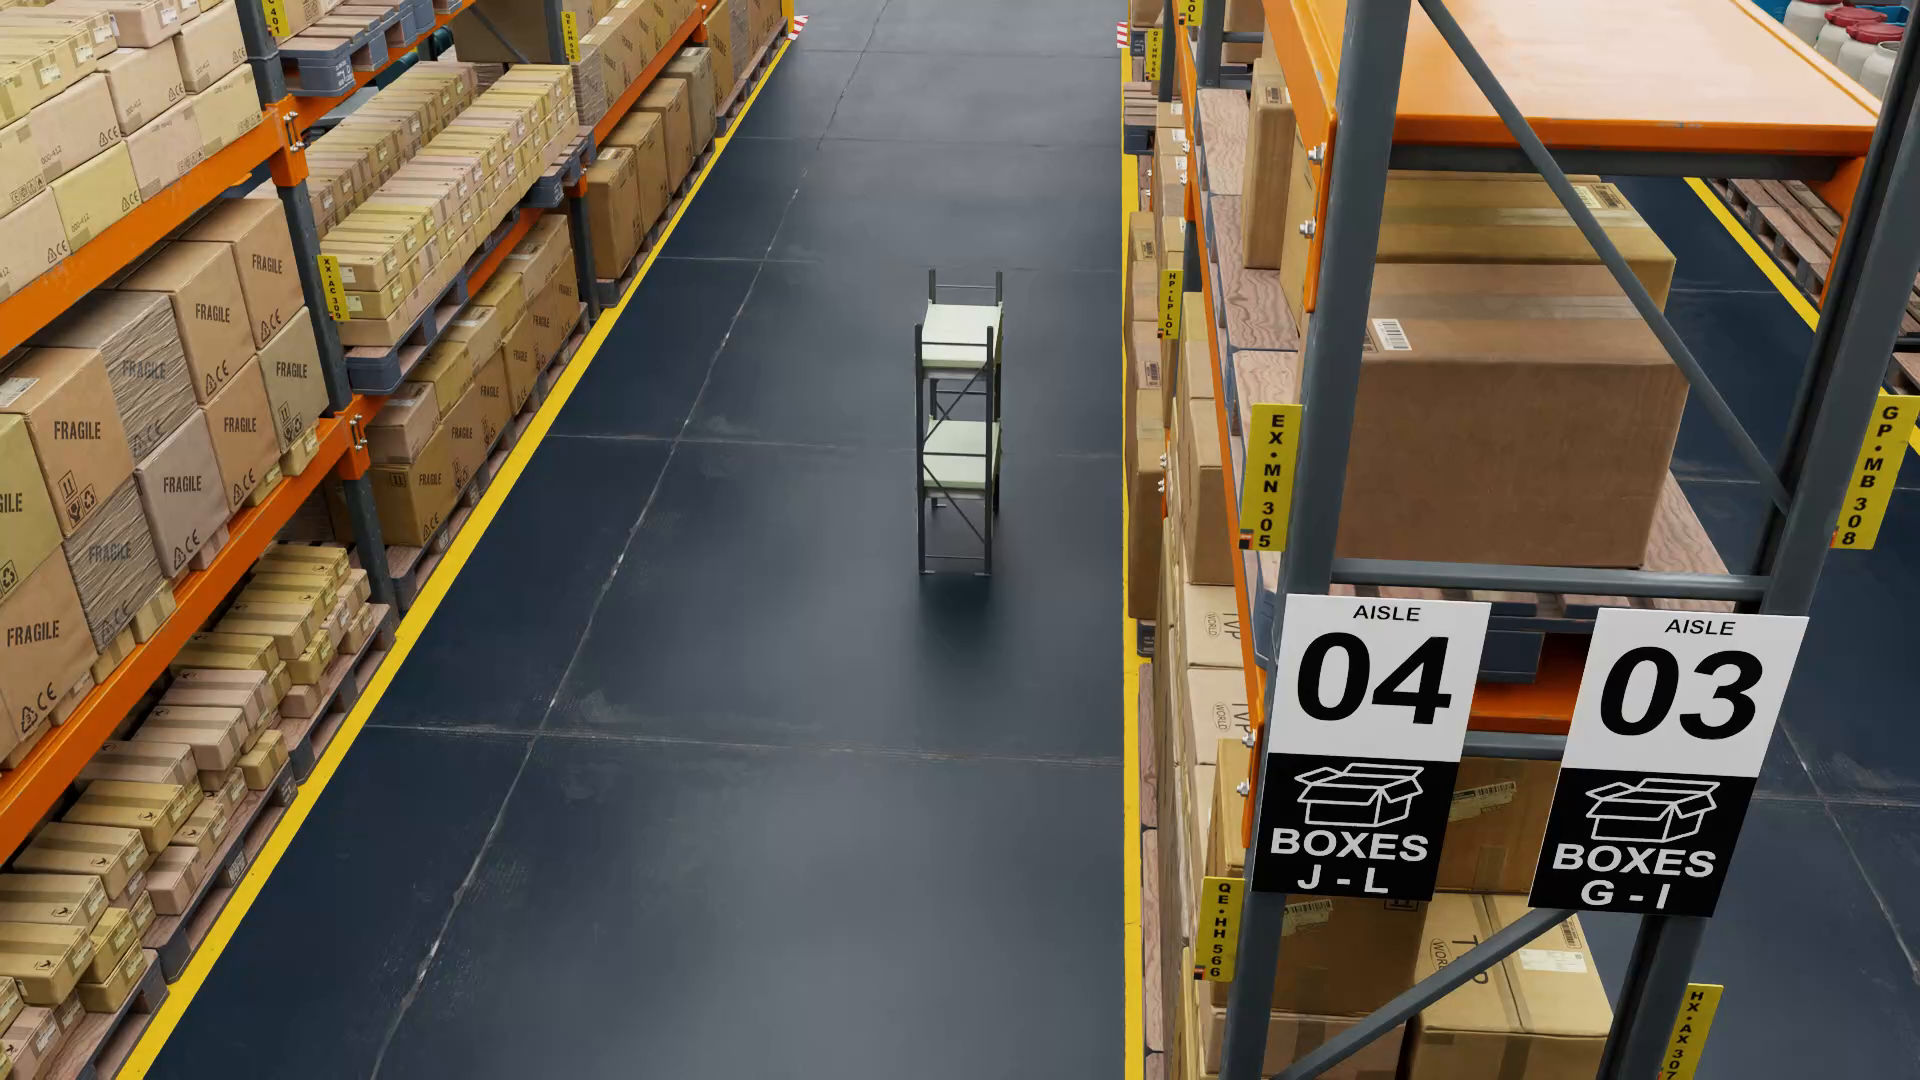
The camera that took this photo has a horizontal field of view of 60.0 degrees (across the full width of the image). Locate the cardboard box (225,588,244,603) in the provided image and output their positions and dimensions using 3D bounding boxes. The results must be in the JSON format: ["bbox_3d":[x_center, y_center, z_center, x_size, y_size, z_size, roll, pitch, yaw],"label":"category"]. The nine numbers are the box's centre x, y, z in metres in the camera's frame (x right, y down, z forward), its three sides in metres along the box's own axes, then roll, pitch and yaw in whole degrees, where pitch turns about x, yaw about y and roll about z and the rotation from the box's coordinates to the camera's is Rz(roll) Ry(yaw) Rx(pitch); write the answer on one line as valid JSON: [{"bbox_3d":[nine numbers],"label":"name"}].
[{"bbox_3d":[-3.813,0.260,8.282,0.380,0.149,0.250,4,32,6],"label":"cardboard box"}]

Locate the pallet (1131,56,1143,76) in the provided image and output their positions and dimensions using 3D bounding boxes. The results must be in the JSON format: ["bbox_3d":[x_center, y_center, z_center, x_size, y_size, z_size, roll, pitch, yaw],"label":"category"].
[{"bbox_3d":[2.340,-5.184,17.741,1.003,0.211,1.213,2,32,4],"label":"pallet"}]

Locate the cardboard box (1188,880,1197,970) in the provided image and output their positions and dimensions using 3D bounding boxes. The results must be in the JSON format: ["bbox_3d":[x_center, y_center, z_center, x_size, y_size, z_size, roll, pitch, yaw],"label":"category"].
[{"bbox_3d":[0.887,1.171,5.010,0.380,0.149,0.250,3,32,4],"label":"cardboard box"}]

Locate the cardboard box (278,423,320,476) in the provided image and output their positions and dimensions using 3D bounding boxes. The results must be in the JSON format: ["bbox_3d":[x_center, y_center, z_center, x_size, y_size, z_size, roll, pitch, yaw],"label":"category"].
[{"bbox_3d":[-3.167,-0.418,7.589,0.380,0.149,0.250,2,32,3],"label":"cardboard box"}]

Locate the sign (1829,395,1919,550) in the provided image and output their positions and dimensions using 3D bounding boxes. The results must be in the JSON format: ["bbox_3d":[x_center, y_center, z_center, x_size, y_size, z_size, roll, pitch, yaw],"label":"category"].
[{"bbox_3d":[1.697,-0.123,3.104,0.100,0.325,0.005,2,32,4],"label":"sign"}]

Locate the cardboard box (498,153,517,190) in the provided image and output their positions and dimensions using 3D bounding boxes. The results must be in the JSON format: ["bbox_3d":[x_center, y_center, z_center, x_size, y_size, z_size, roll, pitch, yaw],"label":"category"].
[{"bbox_3d":[-2.829,-2.162,9.734,0.380,0.149,0.250,3,32,5],"label":"cardboard box"}]

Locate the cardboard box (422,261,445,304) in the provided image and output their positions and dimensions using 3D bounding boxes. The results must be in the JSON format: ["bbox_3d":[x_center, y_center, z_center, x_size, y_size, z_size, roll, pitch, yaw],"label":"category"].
[{"bbox_3d":[-2.934,-1.358,8.714,0.380,0.149,0.250,3,32,4],"label":"cardboard box"}]

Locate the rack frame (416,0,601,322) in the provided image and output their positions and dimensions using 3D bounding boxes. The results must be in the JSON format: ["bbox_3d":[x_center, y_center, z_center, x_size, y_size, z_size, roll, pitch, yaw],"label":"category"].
[{"bbox_3d":[-3.139,-2.915,11.402,1.000,3.000,0.127,2,32,4],"label":"rack frame"}]

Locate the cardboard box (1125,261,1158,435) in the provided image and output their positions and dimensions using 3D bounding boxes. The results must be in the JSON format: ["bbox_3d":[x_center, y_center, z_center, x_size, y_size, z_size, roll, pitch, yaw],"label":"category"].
[{"bbox_3d":[1.639,-1.099,10.080,1.225,0.875,0.875,3,32,4],"label":"cardboard box"}]

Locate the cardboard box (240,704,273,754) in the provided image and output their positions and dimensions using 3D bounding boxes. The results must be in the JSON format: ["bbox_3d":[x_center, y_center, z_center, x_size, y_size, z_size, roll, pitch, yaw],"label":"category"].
[{"bbox_3d":[-3.307,0.807,7.396,0.380,0.149,0.250,3,32,5],"label":"cardboard box"}]

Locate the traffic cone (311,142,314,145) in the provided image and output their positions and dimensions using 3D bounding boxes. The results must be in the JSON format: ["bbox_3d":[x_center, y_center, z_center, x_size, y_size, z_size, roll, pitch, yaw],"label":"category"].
[{"bbox_3d":[-5.488,-3.183,14.254,0.336,0.463,0.334,2,32,4],"label":"traffic cone"}]

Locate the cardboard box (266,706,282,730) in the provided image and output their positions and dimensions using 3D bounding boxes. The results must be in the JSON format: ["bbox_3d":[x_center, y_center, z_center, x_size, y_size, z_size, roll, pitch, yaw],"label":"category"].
[{"bbox_3d":[-3.362,0.836,7.631,0.380,0.149,0.250,2,32,3],"label":"cardboard box"}]

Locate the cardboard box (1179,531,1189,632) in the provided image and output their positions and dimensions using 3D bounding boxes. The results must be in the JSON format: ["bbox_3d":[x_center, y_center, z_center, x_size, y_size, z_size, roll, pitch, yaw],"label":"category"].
[{"bbox_3d":[1.089,0.144,6.298,0.500,0.250,0.500,3,32,5],"label":"cardboard box"}]

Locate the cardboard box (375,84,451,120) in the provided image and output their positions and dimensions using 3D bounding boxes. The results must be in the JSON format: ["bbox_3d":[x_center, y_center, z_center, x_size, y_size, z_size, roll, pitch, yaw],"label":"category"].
[{"bbox_3d":[-3.414,-2.738,10.387,0.380,0.149,0.250,2,32,4],"label":"cardboard box"}]

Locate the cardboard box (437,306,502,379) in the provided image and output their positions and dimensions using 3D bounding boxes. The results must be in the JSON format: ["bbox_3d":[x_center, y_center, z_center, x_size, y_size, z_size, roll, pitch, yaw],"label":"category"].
[{"bbox_3d":[-3.055,-1.178,9.850,0.500,0.250,0.500,4,32,6],"label":"cardboard box"}]

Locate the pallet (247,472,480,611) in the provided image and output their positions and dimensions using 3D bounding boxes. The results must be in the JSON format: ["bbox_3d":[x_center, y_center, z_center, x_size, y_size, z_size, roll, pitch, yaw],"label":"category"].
[{"bbox_3d":[-3.403,-0.044,9.400,1.003,0.211,1.213,2,32,4],"label":"pallet"}]

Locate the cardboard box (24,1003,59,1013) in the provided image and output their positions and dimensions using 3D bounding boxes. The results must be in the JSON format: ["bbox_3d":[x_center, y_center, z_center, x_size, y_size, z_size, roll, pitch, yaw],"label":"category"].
[{"bbox_3d":[-3.482,1.640,6.043,0.380,0.149,0.250,3,32,5],"label":"cardboard box"}]

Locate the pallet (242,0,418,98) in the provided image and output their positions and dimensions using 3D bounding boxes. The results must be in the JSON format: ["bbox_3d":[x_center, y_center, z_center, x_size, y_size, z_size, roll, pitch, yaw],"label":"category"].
[{"bbox_3d":[-3.309,-2.339,7.787,1.213,0.211,1.003,2,32,4],"label":"pallet"}]

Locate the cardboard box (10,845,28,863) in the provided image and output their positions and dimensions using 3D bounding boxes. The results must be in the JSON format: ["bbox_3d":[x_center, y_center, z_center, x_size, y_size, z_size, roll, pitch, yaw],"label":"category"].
[{"bbox_3d":[-3.923,1.211,6.739,0.380,0.149,0.250,4,32,6],"label":"cardboard box"}]

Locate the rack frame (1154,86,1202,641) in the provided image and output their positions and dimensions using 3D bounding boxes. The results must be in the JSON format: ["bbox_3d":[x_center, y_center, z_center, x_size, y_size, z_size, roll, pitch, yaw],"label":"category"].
[{"bbox_3d":[1.470,-0.559,7.578,1.000,3.000,0.127,2,32,4],"label":"rack frame"}]

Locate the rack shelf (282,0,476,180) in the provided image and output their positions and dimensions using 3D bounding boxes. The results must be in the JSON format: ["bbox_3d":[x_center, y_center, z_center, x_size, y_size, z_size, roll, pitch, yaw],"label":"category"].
[{"bbox_3d":[-3.302,-2.840,9.107,1.077,0.370,4.000,2,32,4],"label":"rack shelf"}]

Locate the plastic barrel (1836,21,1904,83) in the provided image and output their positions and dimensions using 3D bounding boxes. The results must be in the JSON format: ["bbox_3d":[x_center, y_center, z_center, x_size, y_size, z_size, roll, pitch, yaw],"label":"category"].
[{"bbox_3d":[6.667,-3.488,12.201,0.433,0.535,0.433,0,32,0],"label":"plastic barrel"}]

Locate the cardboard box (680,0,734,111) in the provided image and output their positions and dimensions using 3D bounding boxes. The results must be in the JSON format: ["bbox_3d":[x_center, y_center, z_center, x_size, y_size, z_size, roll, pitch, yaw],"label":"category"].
[{"bbox_3d":[-2.693,-4.607,15.772,0.875,0.875,0.875,3,32,5],"label":"cardboard box"}]

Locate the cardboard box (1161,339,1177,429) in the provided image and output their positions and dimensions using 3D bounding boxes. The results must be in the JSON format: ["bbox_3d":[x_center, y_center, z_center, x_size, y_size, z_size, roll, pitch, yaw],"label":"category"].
[{"bbox_3d":[1.236,-0.858,7.968,0.500,0.500,0.500,3,32,4],"label":"cardboard box"}]

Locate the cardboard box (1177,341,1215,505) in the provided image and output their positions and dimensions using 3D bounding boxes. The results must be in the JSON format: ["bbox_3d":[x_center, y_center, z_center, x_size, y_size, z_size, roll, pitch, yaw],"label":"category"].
[{"bbox_3d":[1.129,-0.444,6.537,0.500,0.500,0.500,2,32,4],"label":"cardboard box"}]

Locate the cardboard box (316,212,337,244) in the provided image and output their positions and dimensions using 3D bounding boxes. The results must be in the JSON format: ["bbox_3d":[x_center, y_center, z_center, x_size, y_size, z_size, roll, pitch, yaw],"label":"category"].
[{"bbox_3d":[-3.568,-1.649,8.903,0.380,0.149,0.250,1,32,2],"label":"cardboard box"}]

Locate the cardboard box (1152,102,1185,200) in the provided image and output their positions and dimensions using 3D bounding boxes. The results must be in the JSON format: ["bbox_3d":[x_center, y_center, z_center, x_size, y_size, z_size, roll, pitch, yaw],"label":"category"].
[{"bbox_3d":[1.485,-2.451,10.553,0.500,0.500,0.500,3,32,5],"label":"cardboard box"}]

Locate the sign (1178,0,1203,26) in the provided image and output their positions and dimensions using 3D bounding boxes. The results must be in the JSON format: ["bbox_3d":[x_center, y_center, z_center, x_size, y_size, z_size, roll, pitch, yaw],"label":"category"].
[{"bbox_3d":[0.929,-2.208,6.603,0.100,0.325,0.005,2,32,4],"label":"sign"}]

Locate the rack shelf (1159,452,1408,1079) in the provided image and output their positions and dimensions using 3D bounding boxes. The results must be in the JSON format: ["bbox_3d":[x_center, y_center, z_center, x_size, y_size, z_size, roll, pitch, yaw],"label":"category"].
[{"bbox_3d":[1.307,0.793,6.070,1.077,0.370,4.000,2,32,4],"label":"rack shelf"}]

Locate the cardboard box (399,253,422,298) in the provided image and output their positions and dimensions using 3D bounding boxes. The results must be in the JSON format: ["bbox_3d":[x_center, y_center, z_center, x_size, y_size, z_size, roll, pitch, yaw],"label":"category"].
[{"bbox_3d":[-2.955,-1.344,8.408,0.380,0.149,0.250,2,32,3],"label":"cardboard box"}]

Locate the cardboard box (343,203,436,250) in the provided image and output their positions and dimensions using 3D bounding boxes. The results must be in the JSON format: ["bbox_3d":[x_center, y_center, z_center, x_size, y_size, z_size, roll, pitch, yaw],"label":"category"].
[{"bbox_3d":[-2.934,-1.615,8.564,0.380,0.149,0.250,3,32,4],"label":"cardboard box"}]

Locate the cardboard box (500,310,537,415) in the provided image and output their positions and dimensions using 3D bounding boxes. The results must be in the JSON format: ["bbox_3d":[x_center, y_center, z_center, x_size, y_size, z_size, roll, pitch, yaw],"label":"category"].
[{"bbox_3d":[-3.005,-1.126,10.481,0.500,0.500,0.500,1,32,2],"label":"cardboard box"}]

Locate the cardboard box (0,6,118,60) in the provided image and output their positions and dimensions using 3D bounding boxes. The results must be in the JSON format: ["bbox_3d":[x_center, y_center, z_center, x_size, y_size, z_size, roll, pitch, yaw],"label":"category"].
[{"bbox_3d":[-3.346,-1.844,6.090,0.380,0.149,0.250,4,32,6],"label":"cardboard box"}]

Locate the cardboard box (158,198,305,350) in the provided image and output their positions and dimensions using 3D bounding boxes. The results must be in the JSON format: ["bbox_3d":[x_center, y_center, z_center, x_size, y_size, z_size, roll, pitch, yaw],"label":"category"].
[{"bbox_3d":[-3.234,-1.161,7.224,0.500,0.500,0.500,1,32,2],"label":"cardboard box"}]

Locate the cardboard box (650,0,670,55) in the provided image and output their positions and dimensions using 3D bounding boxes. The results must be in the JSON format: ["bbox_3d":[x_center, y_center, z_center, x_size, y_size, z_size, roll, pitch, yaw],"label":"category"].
[{"bbox_3d":[-2.672,-4.237,13.451,0.500,0.500,0.500,3,32,5],"label":"cardboard box"}]

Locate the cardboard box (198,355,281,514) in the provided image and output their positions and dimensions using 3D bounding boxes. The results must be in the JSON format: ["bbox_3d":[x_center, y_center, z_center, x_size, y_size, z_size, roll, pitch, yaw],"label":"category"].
[{"bbox_3d":[-3.266,-0.457,7.033,0.500,0.500,0.500,2,32,3],"label":"cardboard box"}]

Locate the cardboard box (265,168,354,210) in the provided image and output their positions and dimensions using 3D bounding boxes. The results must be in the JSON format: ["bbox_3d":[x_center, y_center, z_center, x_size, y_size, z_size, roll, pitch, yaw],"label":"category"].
[{"bbox_3d":[-3.538,-1.908,9.040,0.380,0.149,0.250,1,32,2],"label":"cardboard box"}]

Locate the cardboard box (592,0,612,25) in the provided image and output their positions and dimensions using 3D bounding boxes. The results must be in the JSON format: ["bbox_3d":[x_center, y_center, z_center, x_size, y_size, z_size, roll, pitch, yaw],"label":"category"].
[{"bbox_3d":[-3.013,-4.151,12.358,0.700,0.500,0.500,2,32,3],"label":"cardboard box"}]

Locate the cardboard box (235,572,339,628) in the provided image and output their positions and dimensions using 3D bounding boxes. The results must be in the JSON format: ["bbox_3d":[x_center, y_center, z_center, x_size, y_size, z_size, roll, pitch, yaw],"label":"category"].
[{"bbox_3d":[-3.216,0.290,7.950,0.380,0.149,0.250,3,32,5],"label":"cardboard box"}]

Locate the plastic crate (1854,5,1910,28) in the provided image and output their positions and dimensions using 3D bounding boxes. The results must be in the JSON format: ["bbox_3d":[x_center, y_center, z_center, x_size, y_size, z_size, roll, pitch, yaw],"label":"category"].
[{"bbox_3d":[7.278,-3.934,13.070,0.392,0.384,0.575,2,32,4],"label":"plastic crate"}]

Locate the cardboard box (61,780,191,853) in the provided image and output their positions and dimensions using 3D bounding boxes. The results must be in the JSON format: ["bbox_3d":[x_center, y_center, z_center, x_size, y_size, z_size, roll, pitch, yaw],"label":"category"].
[{"bbox_3d":[-3.322,1.101,6.635,0.380,0.149,0.250,3,32,5],"label":"cardboard box"}]

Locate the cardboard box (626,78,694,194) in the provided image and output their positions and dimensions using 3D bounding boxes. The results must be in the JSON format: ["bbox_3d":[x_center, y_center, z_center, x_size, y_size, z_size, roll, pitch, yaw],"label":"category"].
[{"bbox_3d":[-2.857,-3.395,13.925,1.050,0.750,0.750,2,32,4],"label":"cardboard box"}]

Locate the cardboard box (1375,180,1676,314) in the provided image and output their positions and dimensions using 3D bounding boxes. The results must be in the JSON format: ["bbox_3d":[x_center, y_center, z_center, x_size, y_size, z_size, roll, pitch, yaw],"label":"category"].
[{"bbox_3d":[1.299,-0.572,4.149,0.700,0.500,0.500,1,32,2],"label":"cardboard box"}]

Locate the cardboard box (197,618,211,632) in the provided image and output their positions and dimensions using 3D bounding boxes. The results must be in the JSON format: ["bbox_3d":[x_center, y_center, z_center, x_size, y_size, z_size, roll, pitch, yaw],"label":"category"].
[{"bbox_3d":[-3.753,0.405,7.764,0.380,0.149,0.250,2,32,3],"label":"cardboard box"}]

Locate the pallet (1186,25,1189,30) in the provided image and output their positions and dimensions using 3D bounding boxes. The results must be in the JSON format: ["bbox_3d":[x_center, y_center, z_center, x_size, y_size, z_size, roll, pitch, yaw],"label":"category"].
[{"bbox_3d":[1.708,-2.923,8.736,1.003,0.211,1.213,4,32,6],"label":"pallet"}]

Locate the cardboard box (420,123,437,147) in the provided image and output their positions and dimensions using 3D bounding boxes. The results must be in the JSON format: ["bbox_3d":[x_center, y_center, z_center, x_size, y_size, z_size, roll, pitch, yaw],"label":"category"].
[{"bbox_3d":[-3.437,-2.456,10.212,0.380,0.149,0.250,3,32,4],"label":"cardboard box"}]

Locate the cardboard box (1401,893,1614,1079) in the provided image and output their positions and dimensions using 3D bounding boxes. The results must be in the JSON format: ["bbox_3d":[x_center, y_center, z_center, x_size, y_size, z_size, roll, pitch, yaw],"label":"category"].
[{"bbox_3d":[1.453,1.230,4.534,0.500,0.250,0.500,2,32,3],"label":"cardboard box"}]

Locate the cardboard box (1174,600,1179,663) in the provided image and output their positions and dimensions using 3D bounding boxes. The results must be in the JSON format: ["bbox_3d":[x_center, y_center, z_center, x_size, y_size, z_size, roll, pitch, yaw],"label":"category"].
[{"bbox_3d":[1.010,0.366,6.317,0.380,0.149,0.250,3,32,5],"label":"cardboard box"}]

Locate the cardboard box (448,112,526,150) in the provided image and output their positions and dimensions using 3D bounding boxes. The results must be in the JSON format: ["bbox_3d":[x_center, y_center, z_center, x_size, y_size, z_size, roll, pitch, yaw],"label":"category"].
[{"bbox_3d":[-2.810,-2.431,9.888,0.380,0.149,0.250,2,32,4],"label":"cardboard box"}]

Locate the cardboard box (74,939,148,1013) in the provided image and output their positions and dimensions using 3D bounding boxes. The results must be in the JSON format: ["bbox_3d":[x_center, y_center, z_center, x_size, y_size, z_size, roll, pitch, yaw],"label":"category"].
[{"bbox_3d":[-3.346,1.643,6.322,0.380,0.149,0.250,3,32,5],"label":"cardboard box"}]

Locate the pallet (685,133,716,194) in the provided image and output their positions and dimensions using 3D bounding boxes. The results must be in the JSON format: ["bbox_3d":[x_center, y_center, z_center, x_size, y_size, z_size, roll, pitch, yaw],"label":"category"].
[{"bbox_3d":[-2.801,-3.413,14.868,1.003,0.211,1.213,2,32,4],"label":"pallet"}]

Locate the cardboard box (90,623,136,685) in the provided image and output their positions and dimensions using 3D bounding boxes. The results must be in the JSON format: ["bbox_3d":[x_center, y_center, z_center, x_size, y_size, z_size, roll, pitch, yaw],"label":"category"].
[{"bbox_3d":[-3.361,0.401,6.259,0.380,0.149,0.250,4,32,6],"label":"cardboard box"}]

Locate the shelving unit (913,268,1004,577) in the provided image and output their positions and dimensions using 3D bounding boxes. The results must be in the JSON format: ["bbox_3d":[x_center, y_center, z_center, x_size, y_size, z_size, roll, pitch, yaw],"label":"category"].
[{"bbox_3d":[0.001,-0.642,9.142,0.431,1.500,0.755,2,32,4],"label":"shelving unit"}]

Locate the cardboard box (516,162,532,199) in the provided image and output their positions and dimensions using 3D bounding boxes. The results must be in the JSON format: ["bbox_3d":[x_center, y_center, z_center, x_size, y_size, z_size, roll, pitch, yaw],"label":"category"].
[{"bbox_3d":[-2.808,-2.174,10.039,0.380,0.149,0.250,1,32,2],"label":"cardboard box"}]

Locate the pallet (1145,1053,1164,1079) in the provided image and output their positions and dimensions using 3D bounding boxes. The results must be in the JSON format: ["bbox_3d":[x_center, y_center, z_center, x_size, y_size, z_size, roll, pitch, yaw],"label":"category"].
[{"bbox_3d":[1.132,2.298,5.600,1.003,0.211,1.213,2,32,4],"label":"pallet"}]

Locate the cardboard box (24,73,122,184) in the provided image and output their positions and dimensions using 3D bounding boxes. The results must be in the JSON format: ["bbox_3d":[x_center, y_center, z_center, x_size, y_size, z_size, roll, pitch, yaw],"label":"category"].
[{"bbox_3d":[-3.341,-1.453,5.837,0.500,0.250,0.500,4,32,6],"label":"cardboard box"}]

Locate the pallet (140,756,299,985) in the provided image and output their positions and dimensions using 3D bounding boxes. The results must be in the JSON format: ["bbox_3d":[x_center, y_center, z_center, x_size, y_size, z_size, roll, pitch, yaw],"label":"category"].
[{"bbox_3d":[-3.581,1.356,7.129,1.003,0.211,1.213,2,32,4],"label":"pallet"}]
